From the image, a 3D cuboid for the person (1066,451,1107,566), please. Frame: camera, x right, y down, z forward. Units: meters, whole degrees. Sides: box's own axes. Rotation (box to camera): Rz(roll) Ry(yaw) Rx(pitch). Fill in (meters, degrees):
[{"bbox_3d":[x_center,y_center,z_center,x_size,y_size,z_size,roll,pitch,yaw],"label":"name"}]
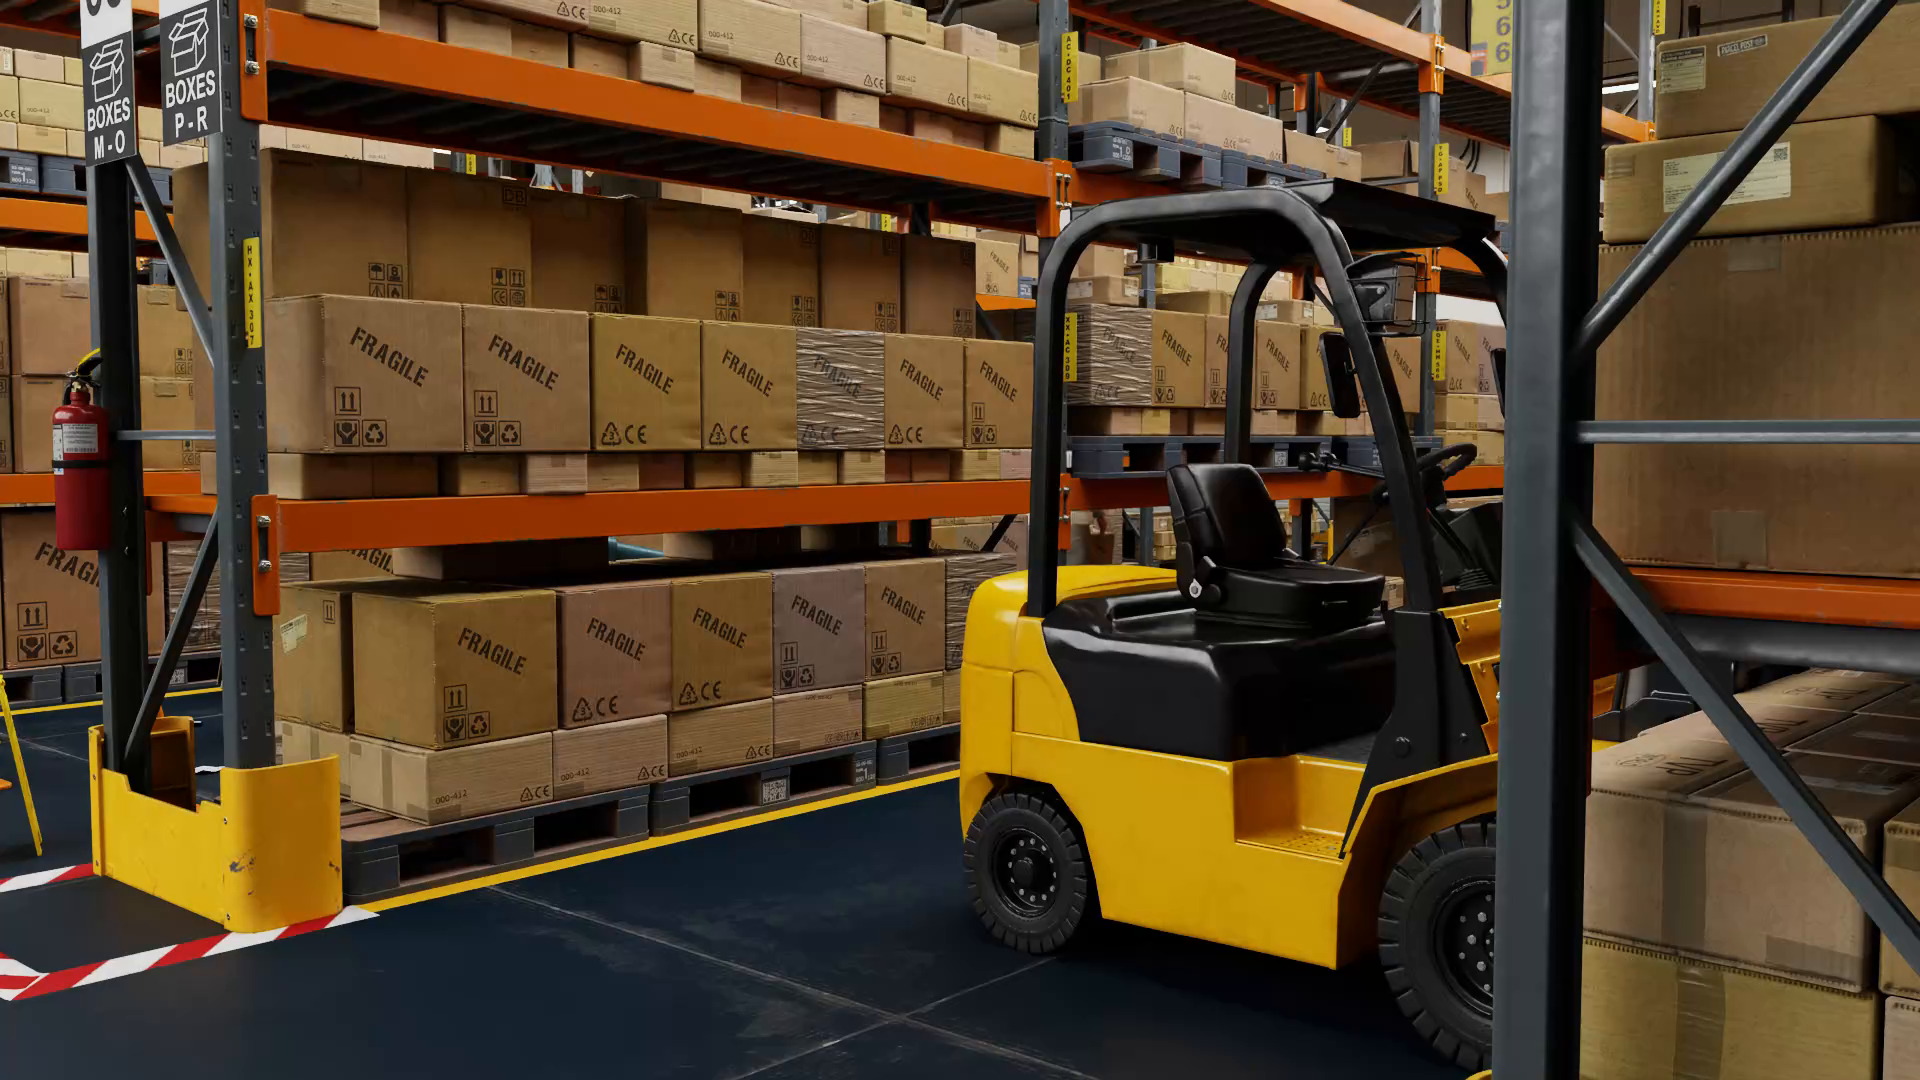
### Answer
[{"bbox_3d":[0.738,-0.096,11.581,0.593,1.770,0.482,2,4,32],"label":"person"}]
